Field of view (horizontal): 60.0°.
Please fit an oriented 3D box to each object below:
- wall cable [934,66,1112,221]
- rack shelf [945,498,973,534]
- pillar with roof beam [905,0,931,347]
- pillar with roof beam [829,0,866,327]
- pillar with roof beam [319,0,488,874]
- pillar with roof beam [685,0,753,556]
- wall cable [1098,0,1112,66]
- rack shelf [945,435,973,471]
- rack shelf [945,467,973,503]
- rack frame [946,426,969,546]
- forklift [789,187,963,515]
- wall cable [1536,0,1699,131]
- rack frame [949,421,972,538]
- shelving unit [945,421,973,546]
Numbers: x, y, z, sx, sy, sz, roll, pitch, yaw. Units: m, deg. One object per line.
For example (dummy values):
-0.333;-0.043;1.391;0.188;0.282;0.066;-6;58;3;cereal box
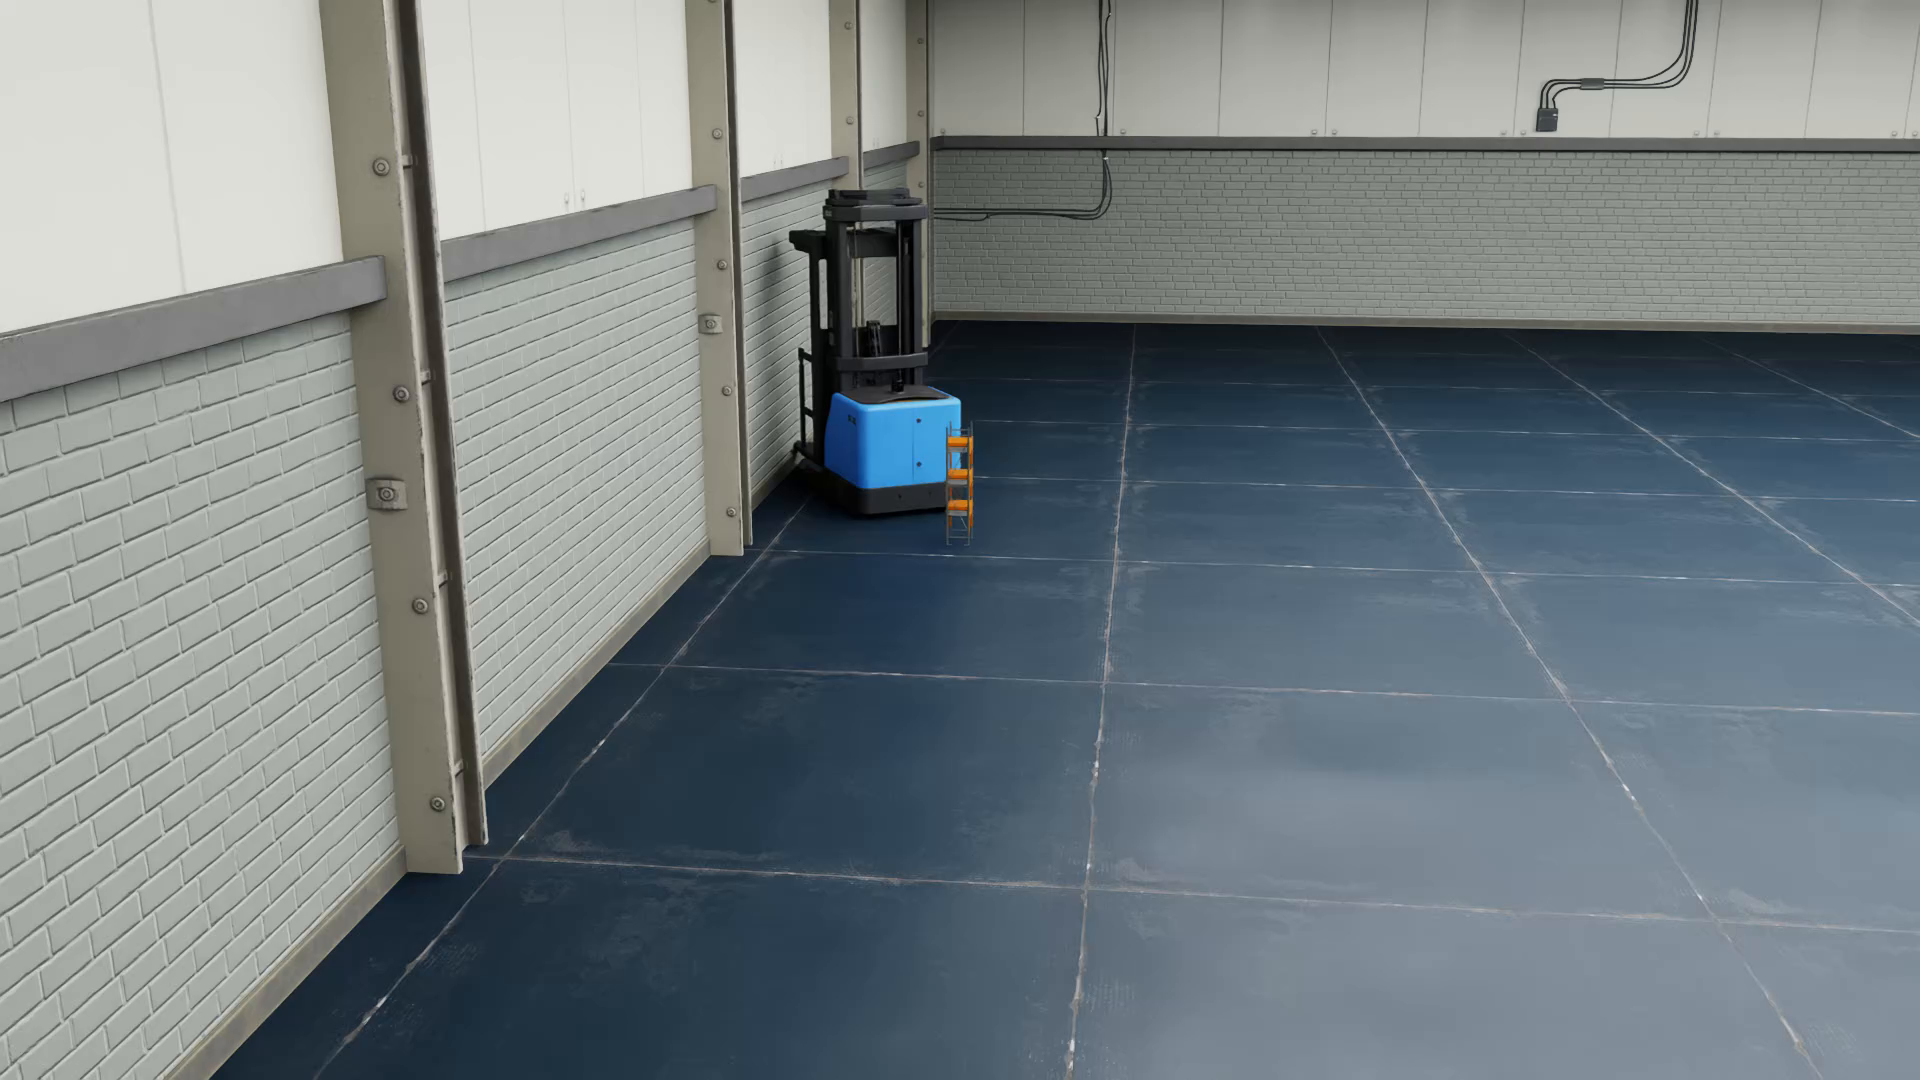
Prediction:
1.012;-6.604;27.794;3.097;2.526;0.112;2;15;6;wall cable
-0.006;-0.214;14.549;0.215;0.259;0.240;2;15;6;rack shelf
3.643;-7.251;24.238;9.100;9.000;0.400;2;15;6;pillar with roof beam
2.966;-5.695;18.483;9.100;9.000;0.400;2;15;6;pillar with roof beam
1.612;-2.583;6.973;9.100;9.000;0.400;2;15;6;pillar with roof beam
2.289;-4.139;12.728;9.100;9.000;0.400;2;15;6;pillar with roof beam
3.700;-8.962;26.840;3.097;2.526;0.112;2;15;6;wall cable
-0.006;-0.757;14.402;0.215;0.259;0.240;2;15;6;rack shelf
-0.006;-0.483;14.476;0.215;0.259;0.240;2;15;6;rack shelf
-0.020;-0.461;14.357;0.200;1.050;0.008;2;15;6;rack frame
-1.015;-1.989;16.403;1.130;2.935;3.031;-6;16;-22;forklift
10.443;-9.461;25.896;2.305;6.003;0.169;2;15;6;wall cable
0.008;-0.525;14.591;0.200;1.050;0.008;2;15;6;rack frame
-0.006;-0.493;14.474;0.215;1.050;0.252;2;15;6;shelving unit
